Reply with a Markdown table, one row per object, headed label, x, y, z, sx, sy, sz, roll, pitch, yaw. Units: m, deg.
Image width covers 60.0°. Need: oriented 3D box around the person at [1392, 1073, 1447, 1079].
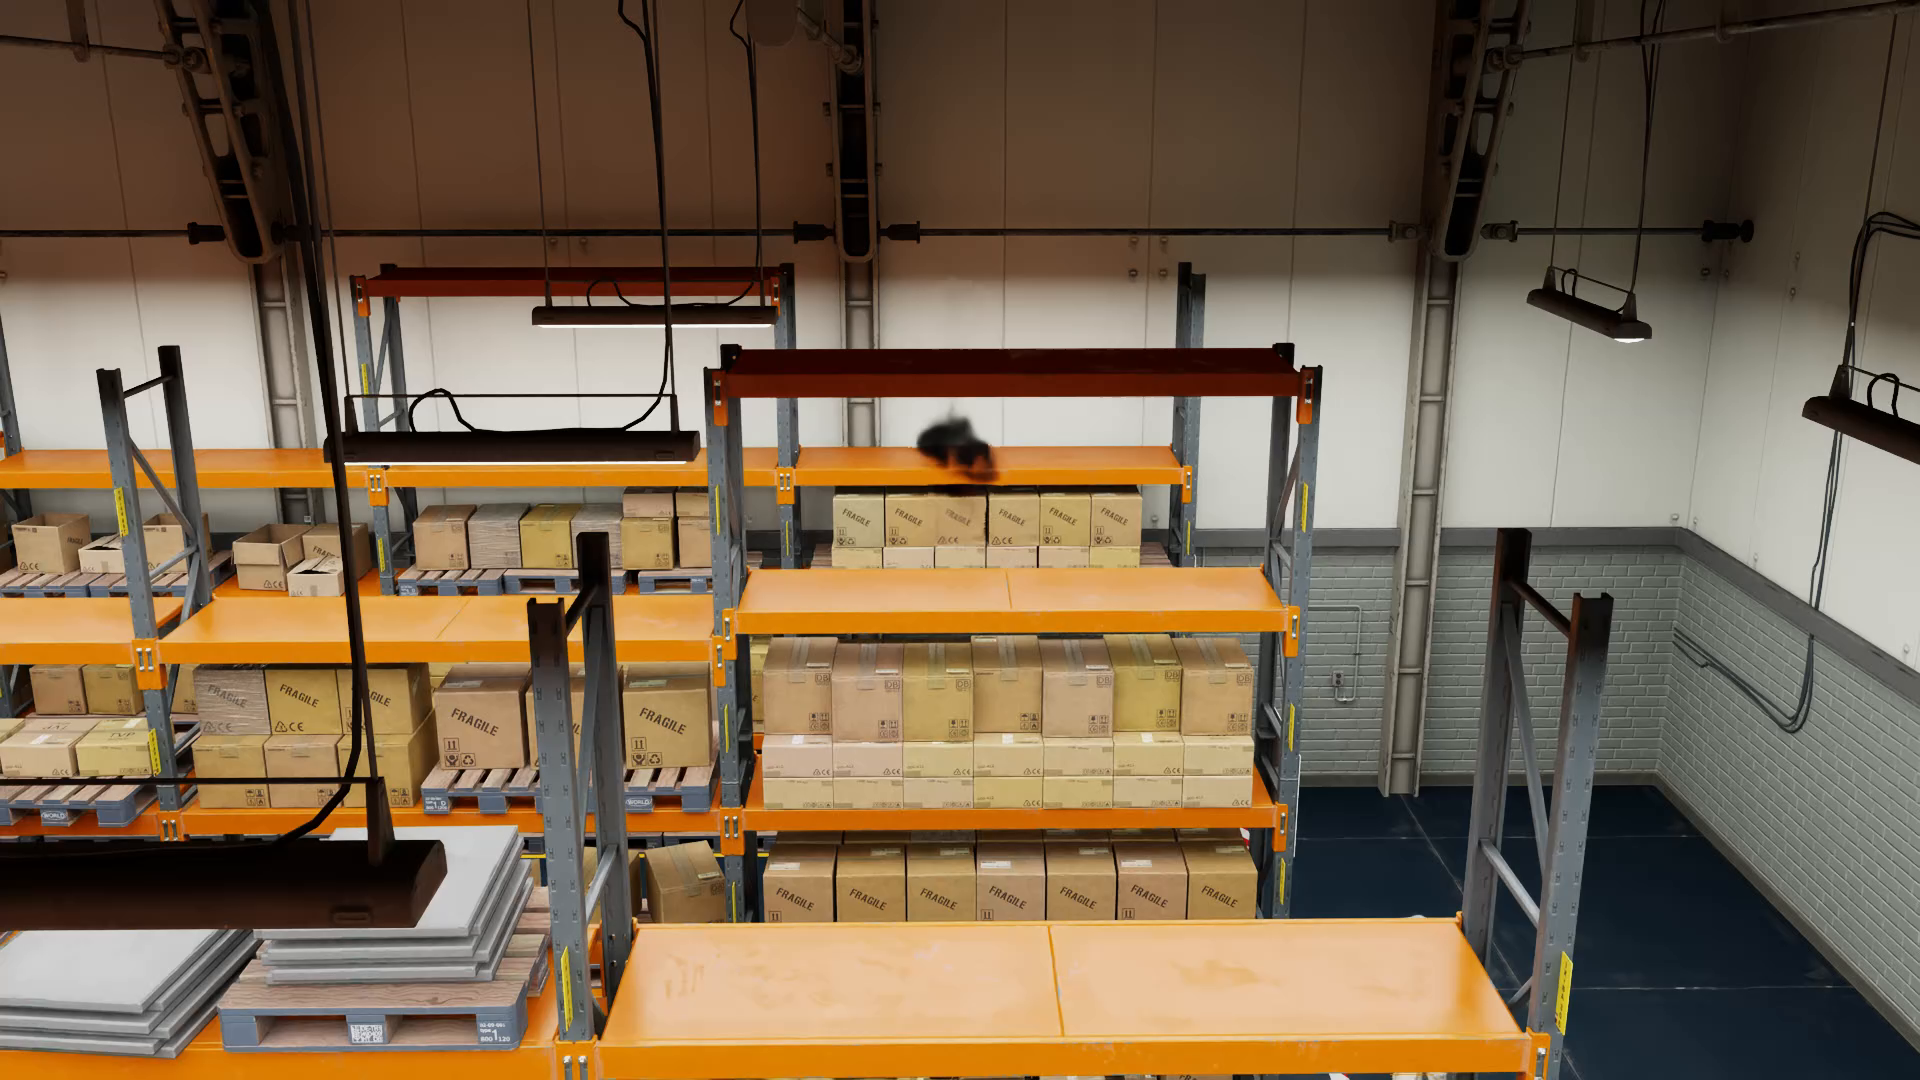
| label | x | y | z | sx | sy | sz | roll | pitch | yaw |
| --- | --- | --- | --- | --- | --- | --- | --- | --- | --- |
| person | 3.406 | 3.824 | 12.313 | 0.723 | 1.738 | 0.582 | 5 | 17 | 18 |
